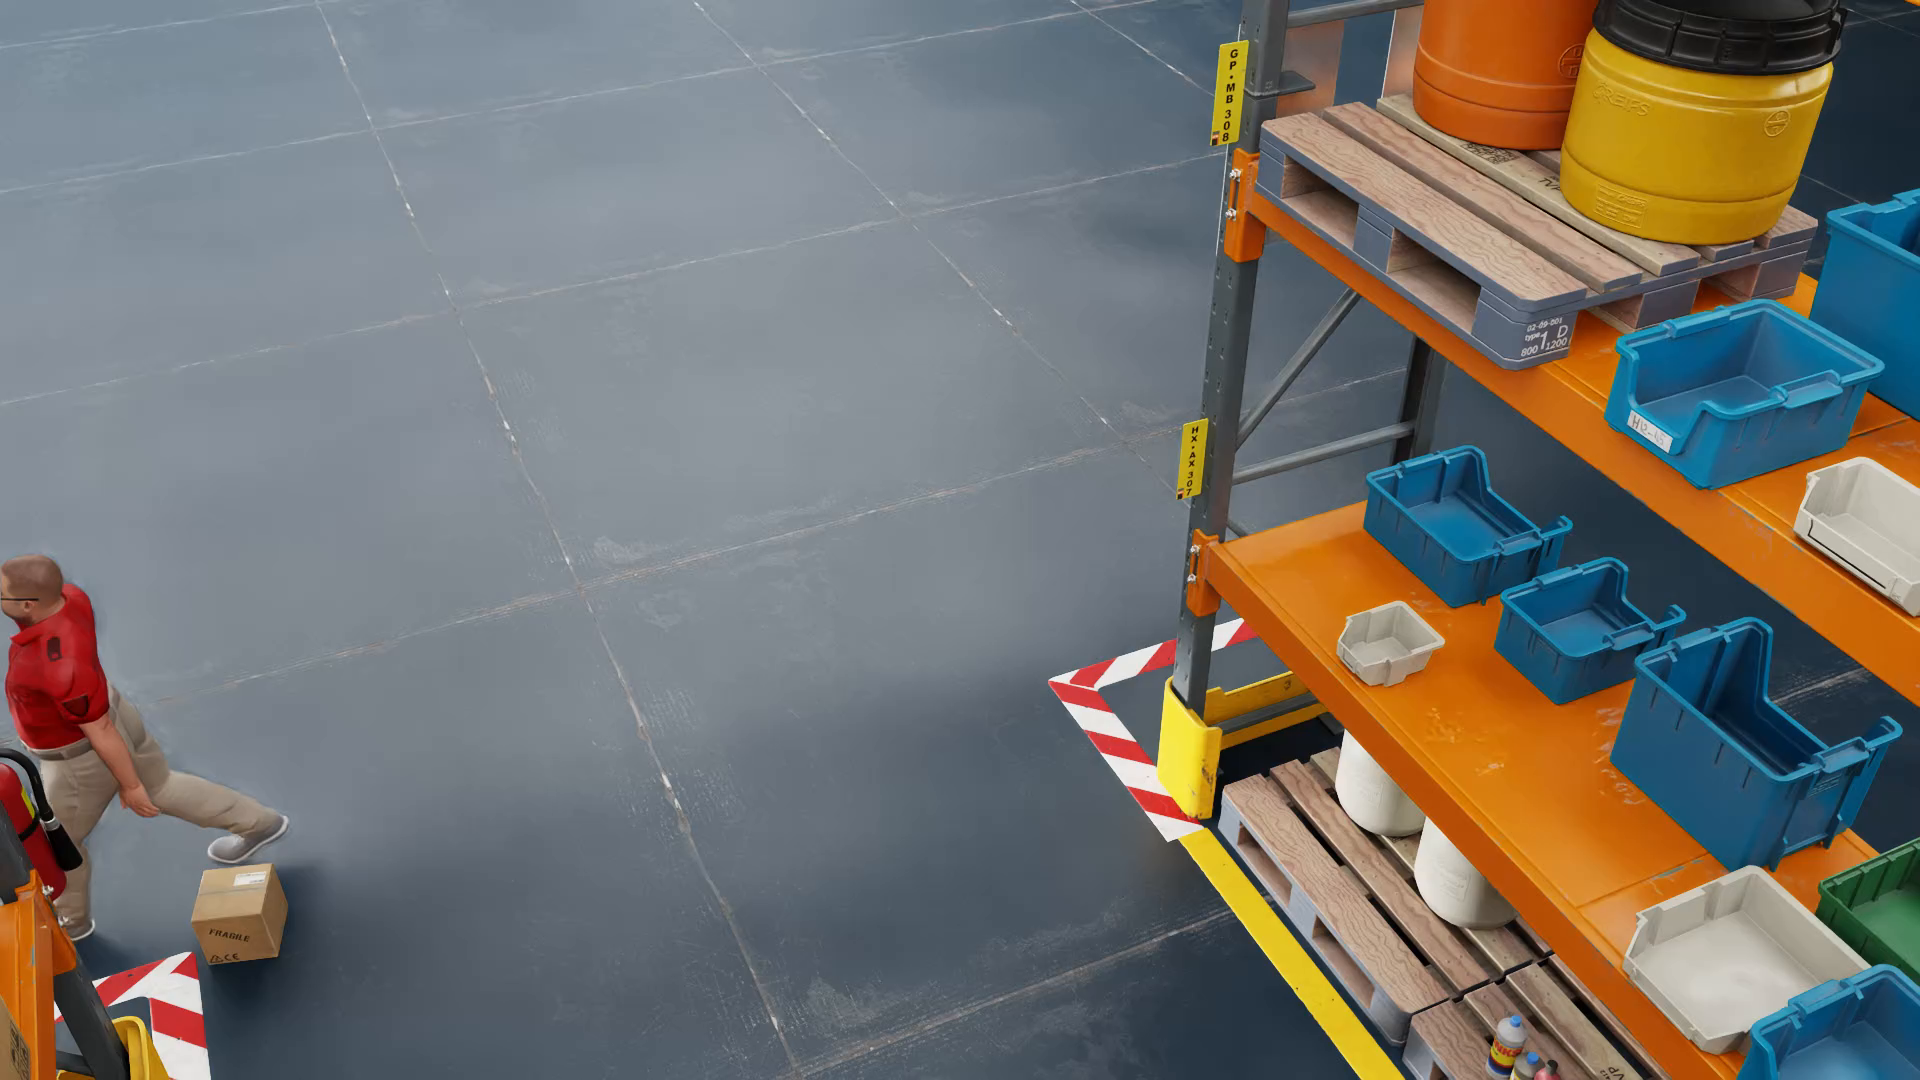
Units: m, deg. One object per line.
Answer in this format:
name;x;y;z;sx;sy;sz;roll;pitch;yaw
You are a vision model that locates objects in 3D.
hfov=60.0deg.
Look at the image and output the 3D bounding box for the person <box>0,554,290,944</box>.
person;-3.109;0.715;5.928;1.051;1.673;0.562;-10;38;-13
